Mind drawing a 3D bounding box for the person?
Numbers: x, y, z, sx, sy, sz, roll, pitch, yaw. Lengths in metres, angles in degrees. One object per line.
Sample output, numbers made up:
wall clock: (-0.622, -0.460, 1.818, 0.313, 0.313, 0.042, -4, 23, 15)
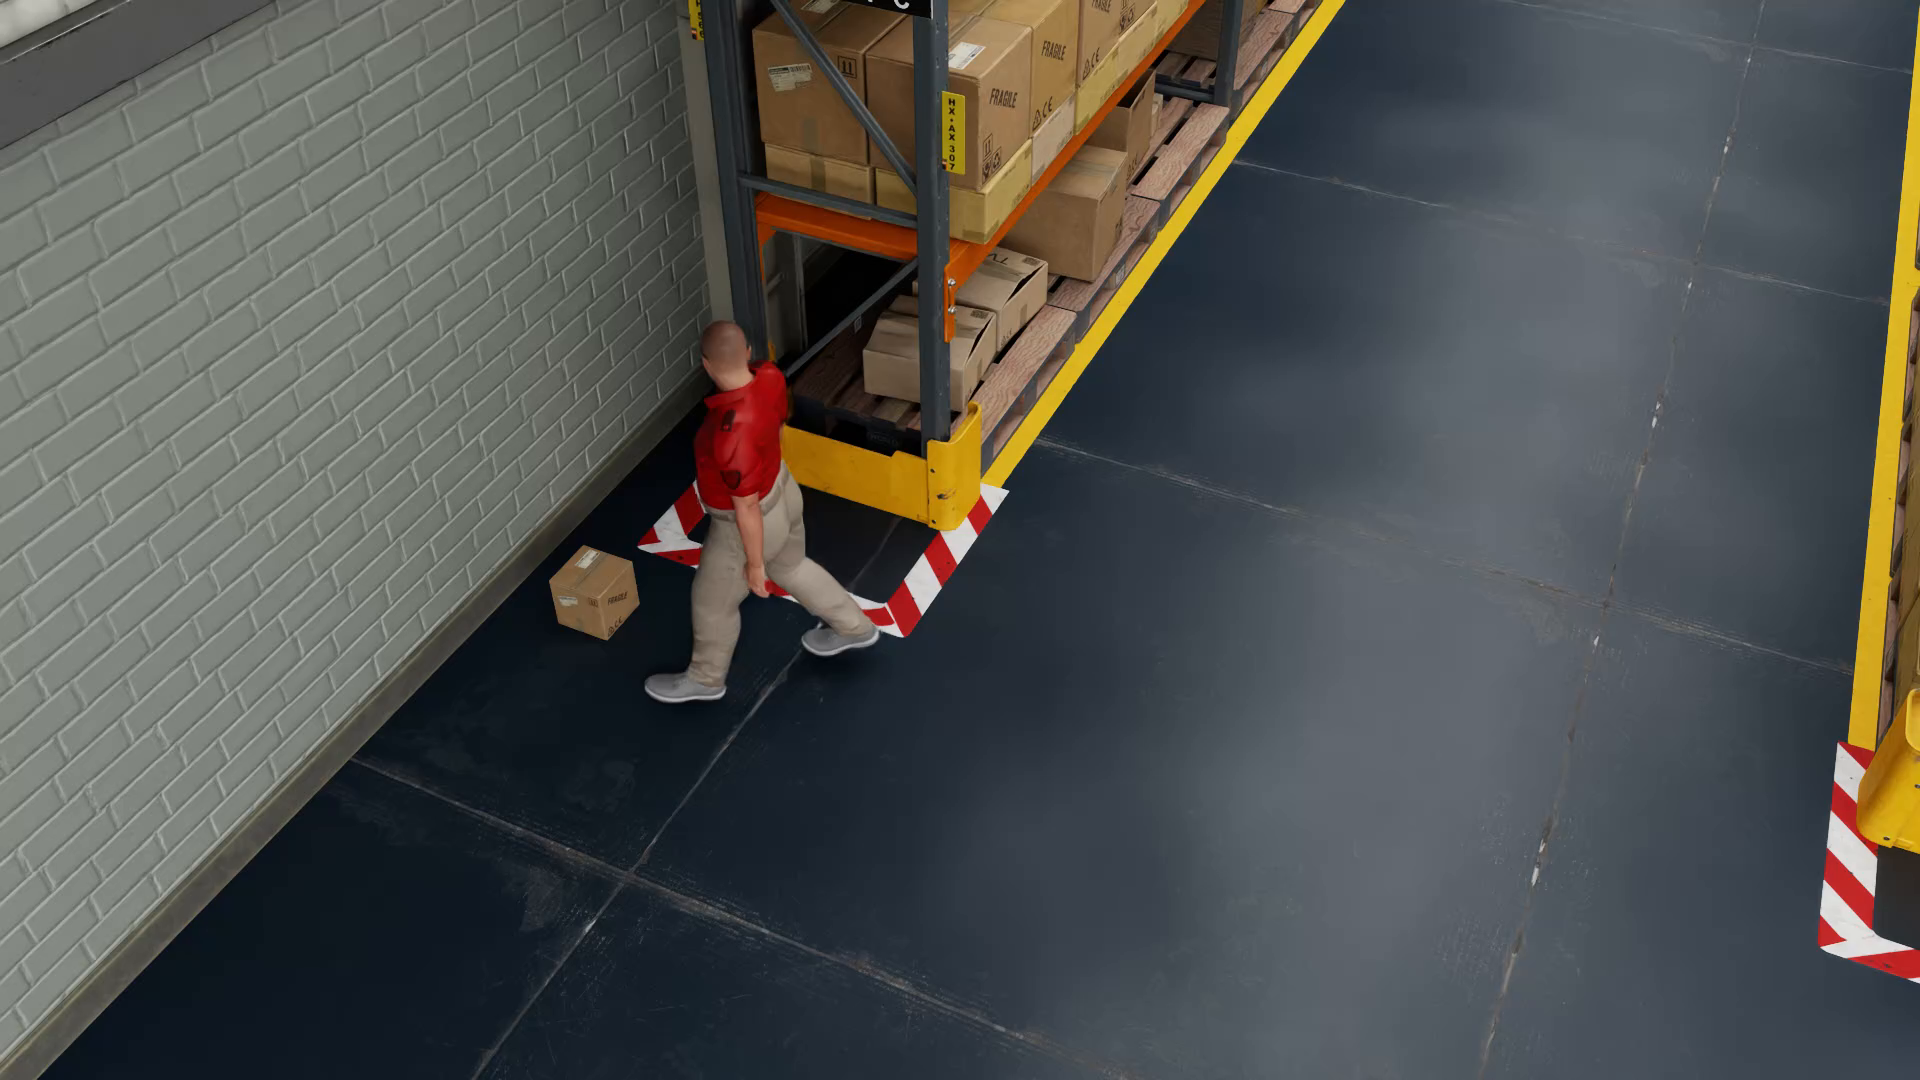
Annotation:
person: (-0.798, -0.100, 6.284, 0.886, 1.696, 0.576, 7, 42, 8)
